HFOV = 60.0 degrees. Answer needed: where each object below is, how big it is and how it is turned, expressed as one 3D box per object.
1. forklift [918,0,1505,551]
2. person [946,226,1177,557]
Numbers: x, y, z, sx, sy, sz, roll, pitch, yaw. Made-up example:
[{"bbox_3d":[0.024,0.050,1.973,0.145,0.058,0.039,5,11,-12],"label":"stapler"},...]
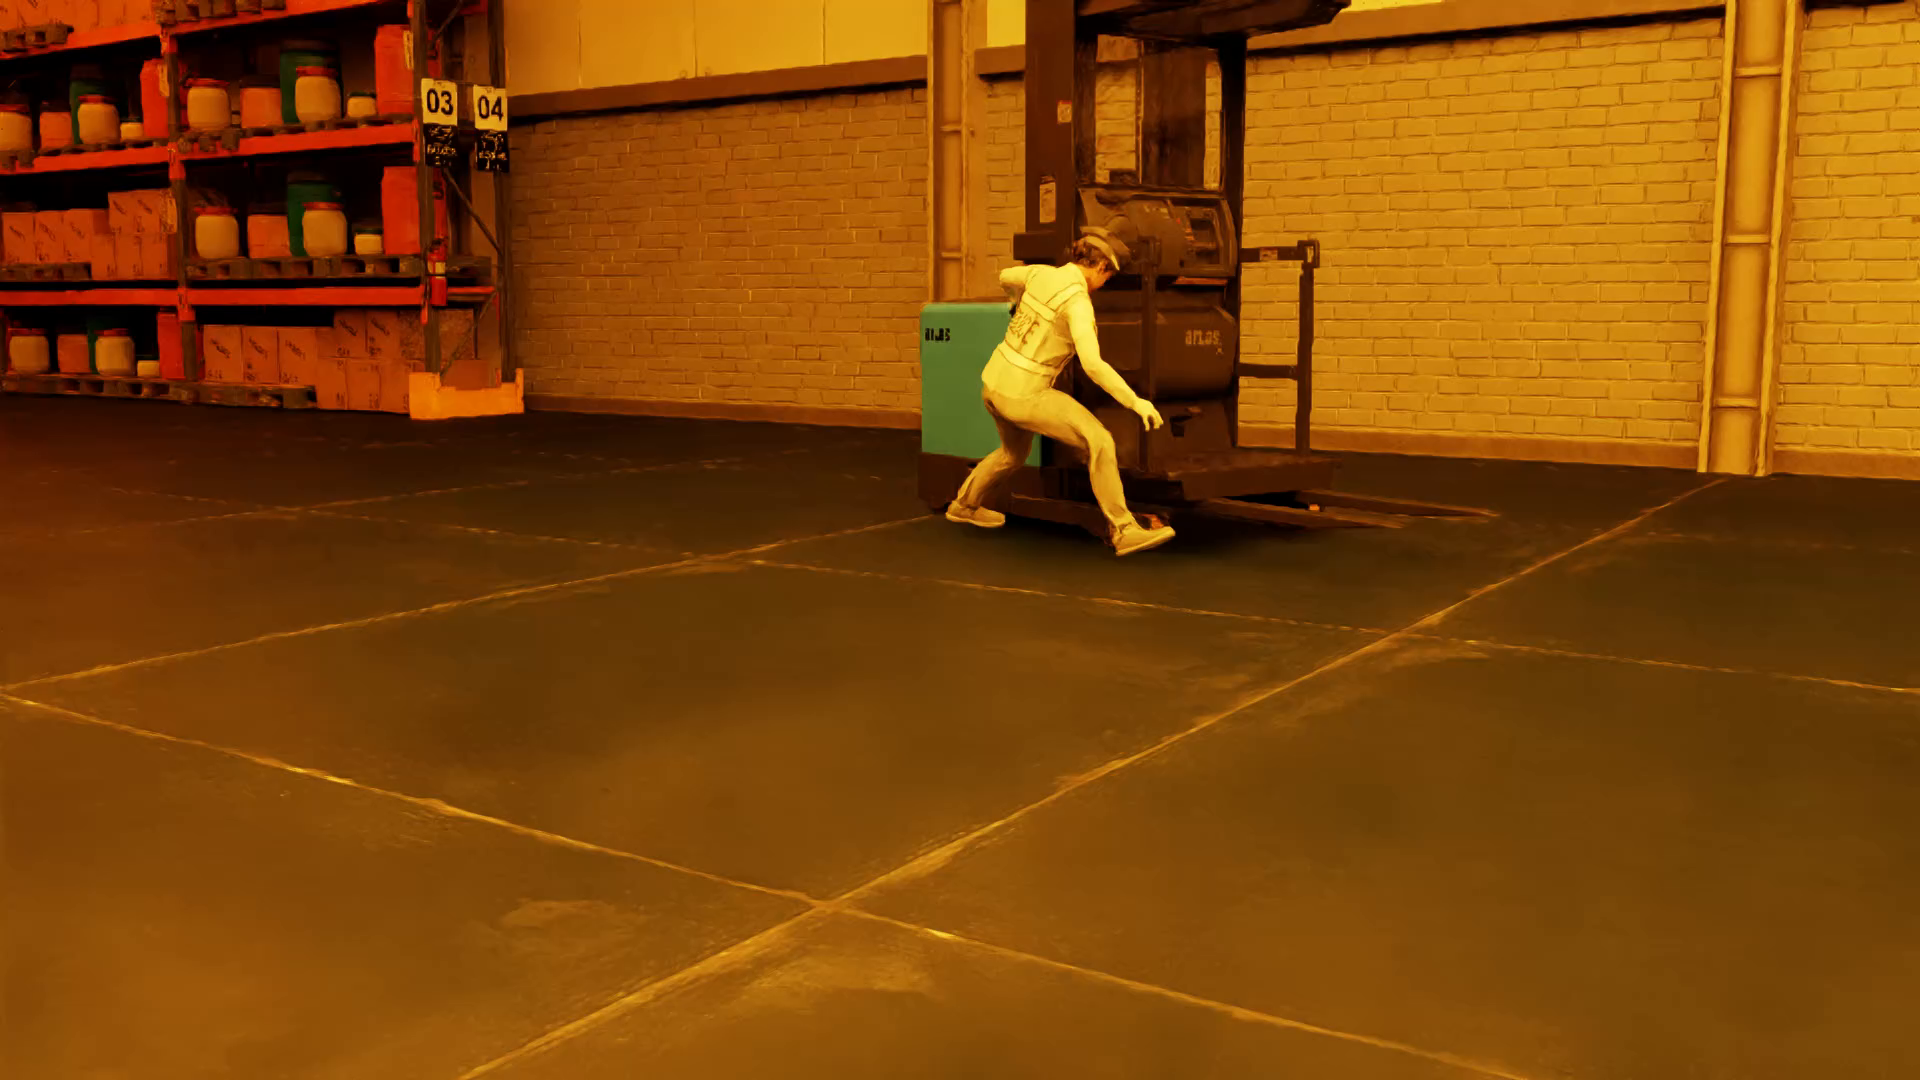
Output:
[{"bbox_3d":[1.053,-1.478,7.588,1.130,2.935,3.031,-6,10,-36],"label":"forklift"},{"bbox_3d":[0.412,-0.661,7.225,0.703,1.380,1.230,-2,8,-14],"label":"person"}]
